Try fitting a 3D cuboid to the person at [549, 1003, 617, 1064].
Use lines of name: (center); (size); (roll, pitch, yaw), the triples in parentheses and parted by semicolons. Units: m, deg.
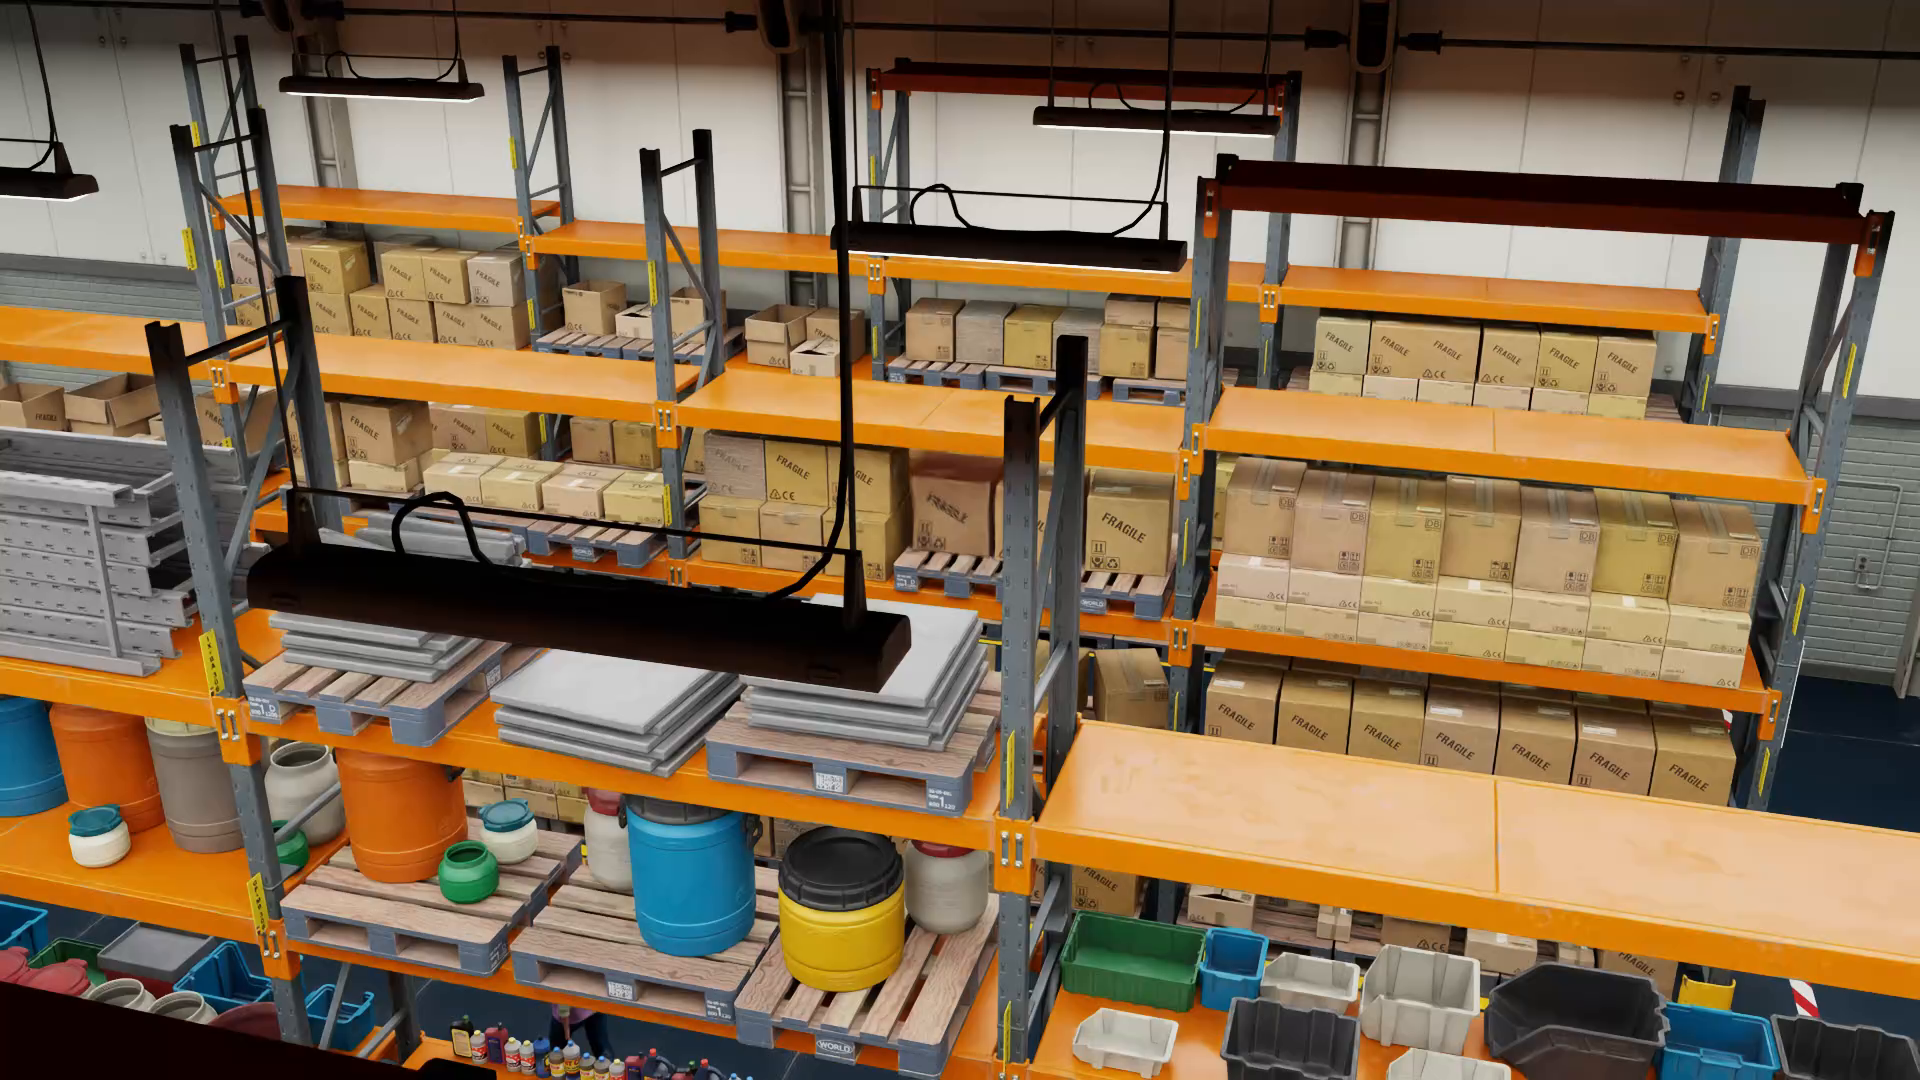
person: (-2.636, 3.107, 11.239); (0.972, 1.545, 0.442); (18, 28, 36)
